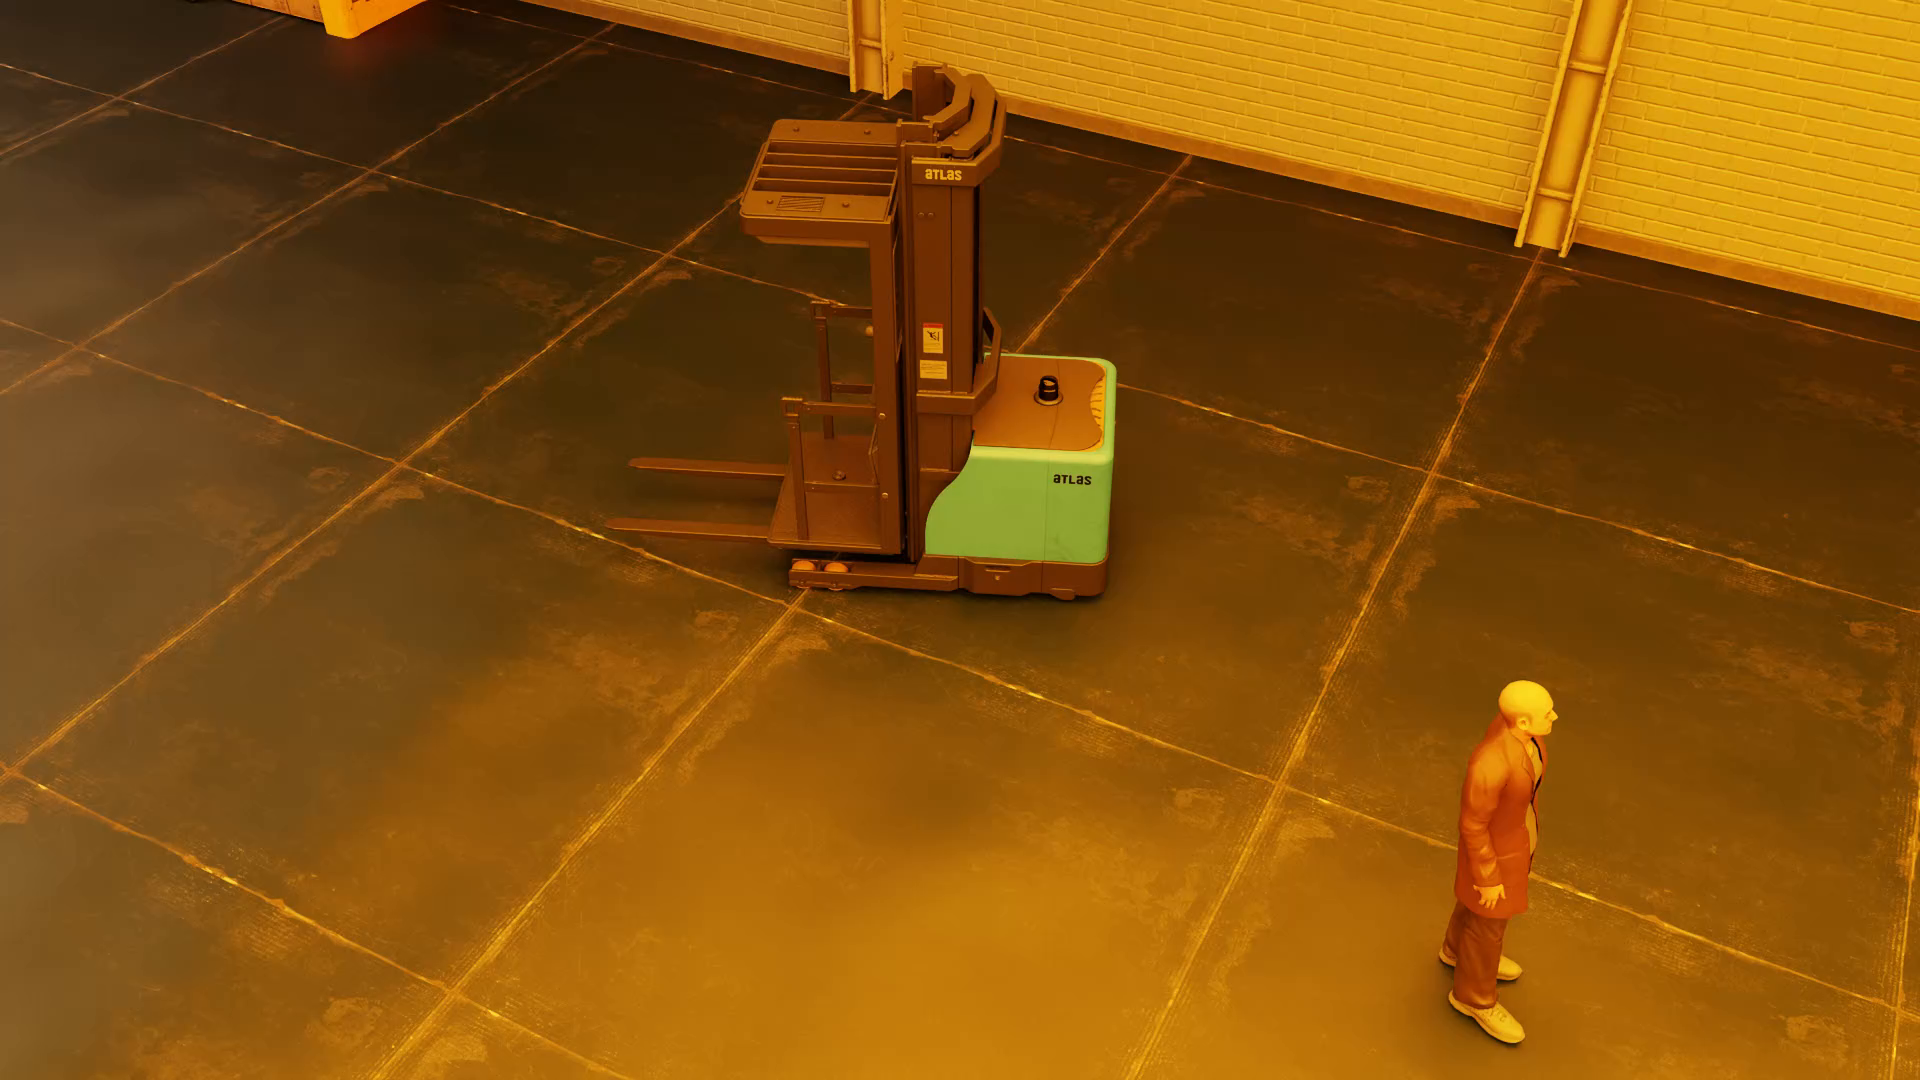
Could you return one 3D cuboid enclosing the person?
[{"bbox_3d":[2.441,1.353,7.264,0.582,1.776,0.695,21,44,23],"label":"person"}]

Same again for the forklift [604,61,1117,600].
[{"bbox_3d":[-0.606,-1.157,9.360,3.031,2.935,1.130,3,40,4],"label":"forklift"}]
